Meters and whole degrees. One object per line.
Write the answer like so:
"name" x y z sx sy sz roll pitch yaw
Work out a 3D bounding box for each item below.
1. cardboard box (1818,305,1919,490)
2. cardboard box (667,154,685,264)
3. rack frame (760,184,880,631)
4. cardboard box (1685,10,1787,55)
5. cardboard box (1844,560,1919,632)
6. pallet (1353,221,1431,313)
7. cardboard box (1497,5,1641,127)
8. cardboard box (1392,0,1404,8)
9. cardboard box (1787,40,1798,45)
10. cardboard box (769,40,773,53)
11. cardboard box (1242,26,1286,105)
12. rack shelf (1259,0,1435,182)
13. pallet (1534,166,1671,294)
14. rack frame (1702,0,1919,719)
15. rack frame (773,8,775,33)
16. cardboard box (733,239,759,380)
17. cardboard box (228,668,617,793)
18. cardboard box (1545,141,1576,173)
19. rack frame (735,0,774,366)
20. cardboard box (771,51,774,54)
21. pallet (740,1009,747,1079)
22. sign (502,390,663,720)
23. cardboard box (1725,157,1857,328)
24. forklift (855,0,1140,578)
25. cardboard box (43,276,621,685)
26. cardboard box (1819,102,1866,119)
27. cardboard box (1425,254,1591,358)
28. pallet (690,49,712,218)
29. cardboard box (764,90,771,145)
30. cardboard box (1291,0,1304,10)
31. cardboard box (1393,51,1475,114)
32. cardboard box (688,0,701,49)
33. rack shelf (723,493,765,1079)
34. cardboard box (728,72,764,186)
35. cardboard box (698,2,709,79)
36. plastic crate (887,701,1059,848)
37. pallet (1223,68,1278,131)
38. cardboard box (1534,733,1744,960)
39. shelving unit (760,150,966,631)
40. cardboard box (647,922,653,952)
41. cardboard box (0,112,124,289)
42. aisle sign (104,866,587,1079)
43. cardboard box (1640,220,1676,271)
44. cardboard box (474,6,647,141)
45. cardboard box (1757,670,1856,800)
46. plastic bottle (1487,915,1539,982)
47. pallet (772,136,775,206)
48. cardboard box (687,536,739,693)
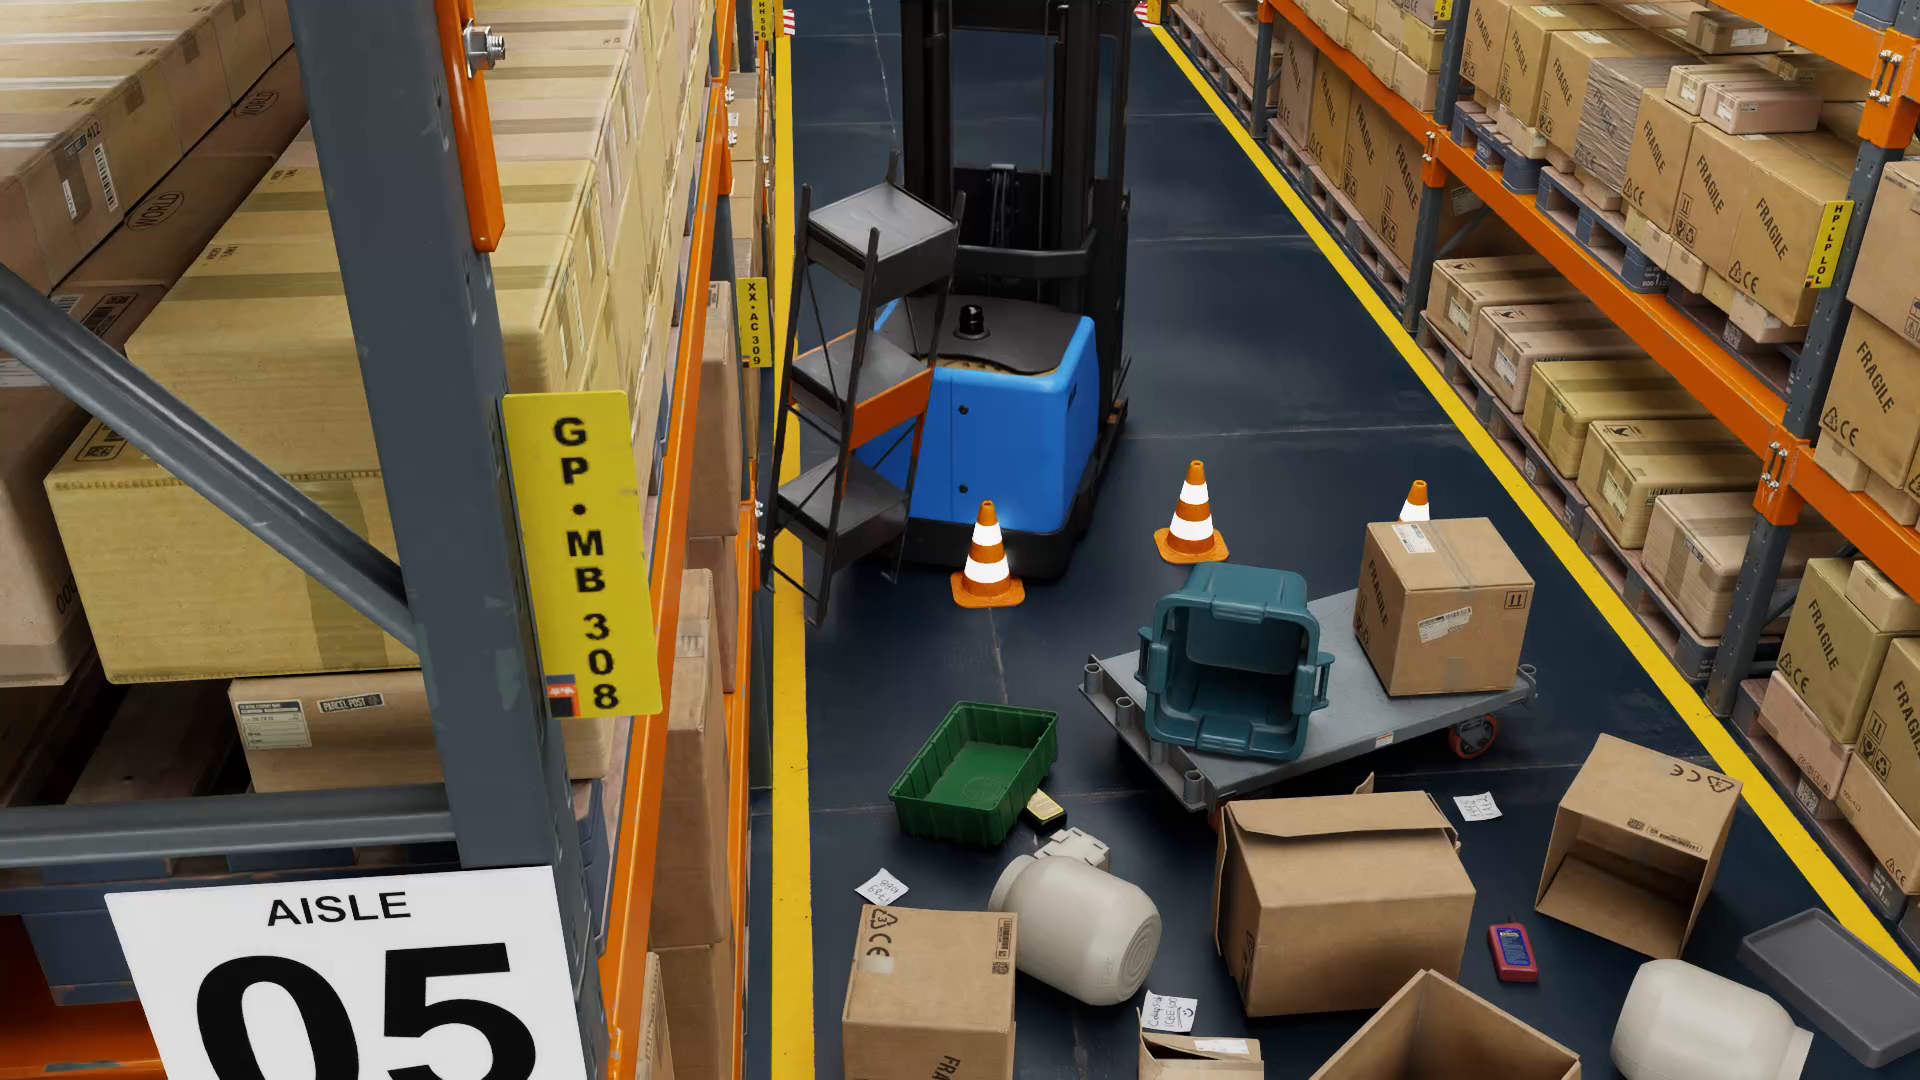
"cardboard box" 3.434 -0.523 5.812 0.500 0.500 0.500 -3 31 -5
"cardboard box" -0.730 -0.627 3.187 0.380 0.149 0.250 -2 31 -4
"rack frame" -0.612 -0.475 6.948 0.400 2.100 0.015 36 46 25
"cardboard box" 3.730 -2.440 7.980 0.380 0.149 0.250 -4 31 -7
"cardboard box" 3.408 0.191 5.914 0.380 0.149 0.250 -2 31 -4
"pallet" 3.298 -1.841 11.127 1.003 0.211 1.213 -3 31 -5
"cardboard box" 3.164 -2.477 8.674 0.500 0.500 0.500 -1 31 -2
"cardboard box" 2.931 -3.617 10.308 0.500 0.500 0.500 -2 31 -4
"cardboard box" 7.591 -4.778 15.353 0.700 0.500 0.500 -4 31 -6
"cardboard box" -1.866 -4.456 14.866 0.380 0.149 0.250 -2 31 -4
"cardboard box" 2.971 -4.080 14.245 0.875 0.438 0.875 -3 31 -5
"rack shelf" 3.109 -3.344 11.626 1.077 0.370 4.000 -3 31 -5
"pallet" 3.522 -1.541 8.092 1.003 0.211 1.213 -3 31 -5
"rack frame" 3.670 -0.590 6.313 1.000 3.000 0.127 -3 31 -5
"rack frame" -2.370 -6.428 16.086 1.000 3.000 0.127 -3 31 -5
"cardboard box" -1.078 -0.883 6.706 0.500 0.500 0.500 -3 31 -4
"cardboard box" -0.588 0.147 1.891 0.380 0.149 0.250 -3 31 -4
"cardboard box" 3.220 -1.981 8.477 0.380 0.149 0.250 -1 31 -2
"rack frame" -1.623 -2.343 9.248 1.000 3.000 0.127 -3 31 -5
"cardboard box" -1.927 -4.607 15.409 0.380 0.149 0.250 -4 31 -7
"pallet" -1.139 1.912 4.843 1.003 0.211 1.213 -3 31 -5
"sign" -0.322 0.020 1.436 0.100 0.325 0.005 -3 31 -5
"cardboard box" 3.398 -1.166 6.479 0.500 0.500 0.500 -3 31 -6
"forklift" 0.319 -1.823 8.444 1.130 2.935 3.031 7 32 12
"cardboard box" -0.665 -0.092 1.903 0.500 0.250 0.500 -3 31 -5
"cardboard box" 3.832 -1.703 7.379 0.500 0.500 0.500 -3 31 -5
"cardboard box" 3.339 -1.395 9.814 0.950 0.372 0.625 -5 31 -8
"pallet" -1.183 -1.133 4.383 1.003 0.211 1.213 -3 31 -5
"cardboard box" -1.577 -2.914 11.501 0.500 0.250 0.500 -4 31 -7
"cardboard box" 2.751 -4.109 12.350 0.500 0.250 0.500 -3 31 -6
"cardboard box" 2.991 -2.814 10.182 0.500 0.250 0.500 -4 31 -6
"cardboard box" -0.900 -1.378 4.056 0.500 0.250 0.500 -3 31 -5
"rack shelf" -1.062 1.029 4.304 1.077 0.370 4.000 -3 31 -5
"cardboard box" -1.313 -2.169 8.859 0.500 0.500 0.500 -3 31 -5
"cardboard box" -0.847 -1.273 4.269 0.380 0.149 0.250 -2 31 -4
"plastic crate" 0.072 0.907 6.492 0.450 0.188 0.662 4 30 26
"pallet" 2.929 -3.869 14.522 1.003 0.211 1.213 -3 31 -5
"cardboard box" 2.415 1.094 5.928 0.500 0.500 0.500 20 36 29
"shelving unit" -0.451 -0.575 7.100 0.431 2.100 0.503 36 46 25
"cardboard box" -1.015 0.745 2.878 0.875 0.550 0.550 -3 31 -5
"cardboard box" -1.290 -0.419 2.061 0.380 0.149 0.250 -2 31 -4
"aisle sign" -0.570 0.647 1.707 0.394 0.787 0.004 -3 31 -5
"cardboard box" 3.253 -1.307 7.349 0.380 0.149 0.250 -3 31 -4
"cardboard box" -0.684 -0.709 2.547 0.380 0.149 0.250 -3 31 -5
"cardboard box" 3.456 0.724 6.384 0.500 0.250 0.500 -4 31 -7
"plastic bottle" 1.923 1.420 5.813 0.133 0.061 0.283 2 31 4
"pallet" -1.922 -2.791 12.717 1.003 0.211 1.213 -3 31 -5
"cardboard box" -1.129 0.102 5.008 0.875 0.550 0.550 -3 31 -5
